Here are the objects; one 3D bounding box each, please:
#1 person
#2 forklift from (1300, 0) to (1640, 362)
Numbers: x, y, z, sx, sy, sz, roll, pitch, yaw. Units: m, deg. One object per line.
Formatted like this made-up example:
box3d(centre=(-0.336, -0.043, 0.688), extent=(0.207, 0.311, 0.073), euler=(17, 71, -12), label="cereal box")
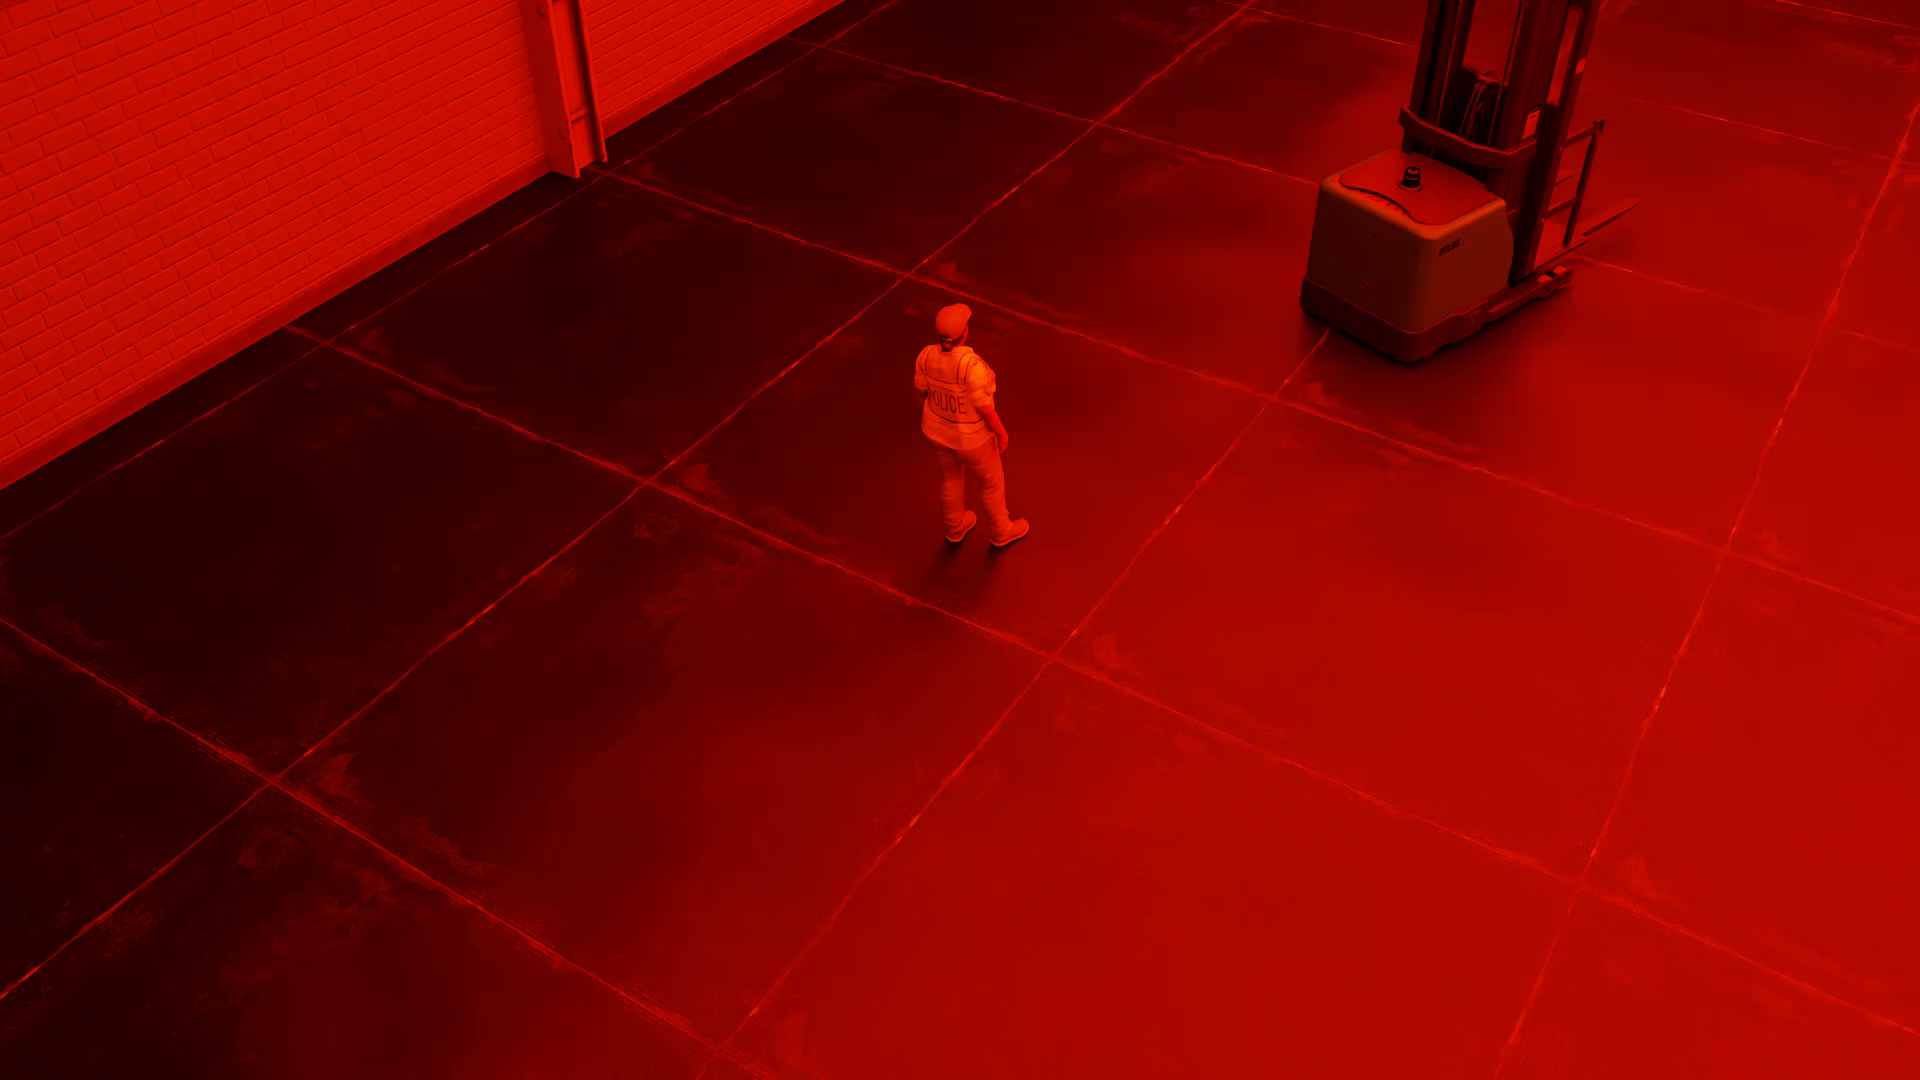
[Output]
box3d(centre=(0.061, -0.675, 9.731), extent=(0.598, 1.670, 0.529), euler=(22, 45, 24), label="person")
box3d(centre=(3.946, -3.155, 11.690), extent=(3.031, 2.935, 1.130), euler=(-28, 48, -29), label="forklift")
